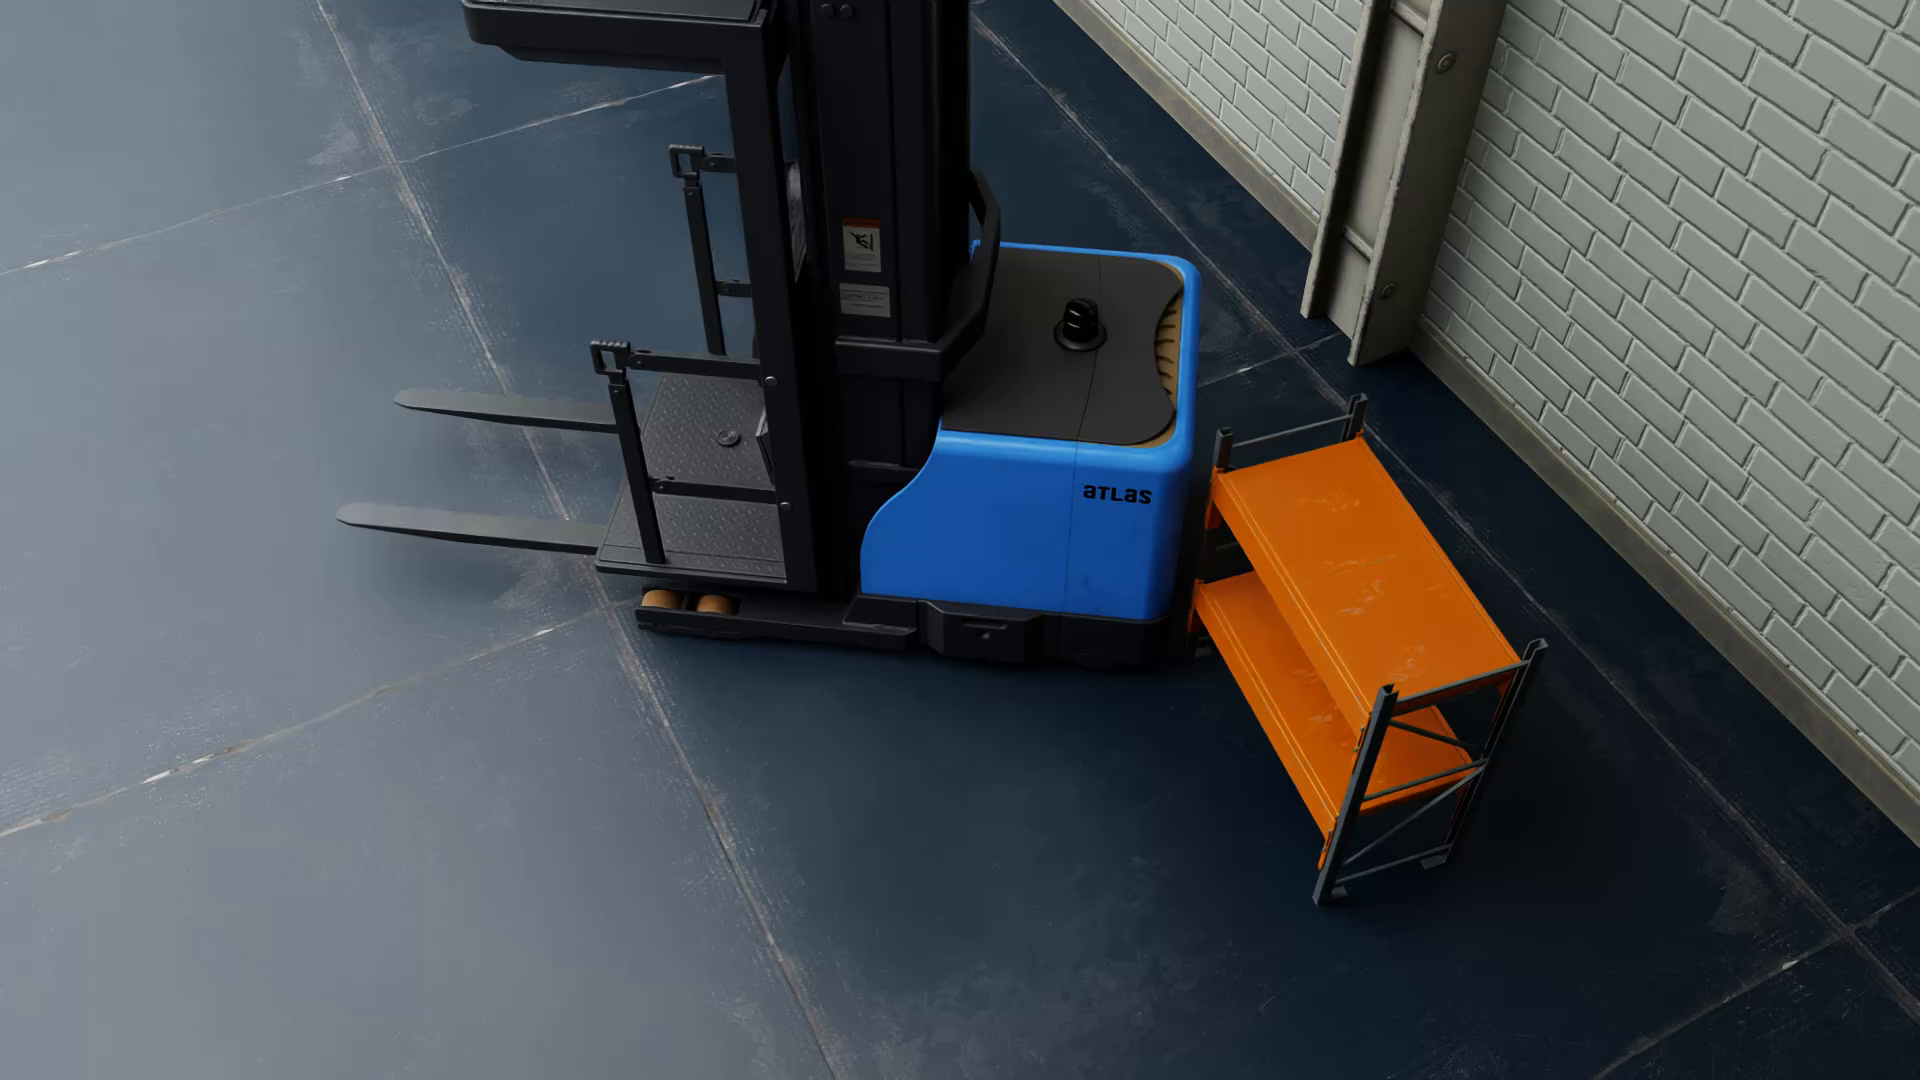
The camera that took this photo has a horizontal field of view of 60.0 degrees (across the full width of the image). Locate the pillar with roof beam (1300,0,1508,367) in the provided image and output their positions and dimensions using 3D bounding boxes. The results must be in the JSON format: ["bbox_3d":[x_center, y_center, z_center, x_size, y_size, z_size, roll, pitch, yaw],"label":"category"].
[{"bbox_3d":[-2.151,-2.378,2.352,9.100,9.000,0.400,-21,52,-18],"label":"pillar with roof beam"}]

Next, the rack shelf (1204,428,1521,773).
[{"bbox_3d":[1.188,0.155,4.978,0.538,0.278,1.000,-15,50,-12],"label":"rack shelf"}]

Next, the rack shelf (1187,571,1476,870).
[{"bbox_3d":[1.188,0.509,5.383,0.538,0.278,1.000,-15,50,-12],"label":"rack shelf"}]

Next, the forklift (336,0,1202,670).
[{"bbox_3d":[-0.721,-1.004,5.181,3.031,2.935,1.130,5,49,5],"label":"forklift"}]

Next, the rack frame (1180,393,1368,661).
[{"bbox_3d":[1.021,-0.014,5.515,0.500,1.125,0.032,-15,50,-12],"label":"rack frame"}]

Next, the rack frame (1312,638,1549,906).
[{"bbox_3d":[1.355,0.709,4.882,0.500,1.125,0.032,-15,50,-12],"label":"rack frame"}]

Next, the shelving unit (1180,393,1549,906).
[{"bbox_3d":[1.188,0.348,5.199,0.538,1.125,1.048,-15,50,-12],"label":"shelving unit"}]
